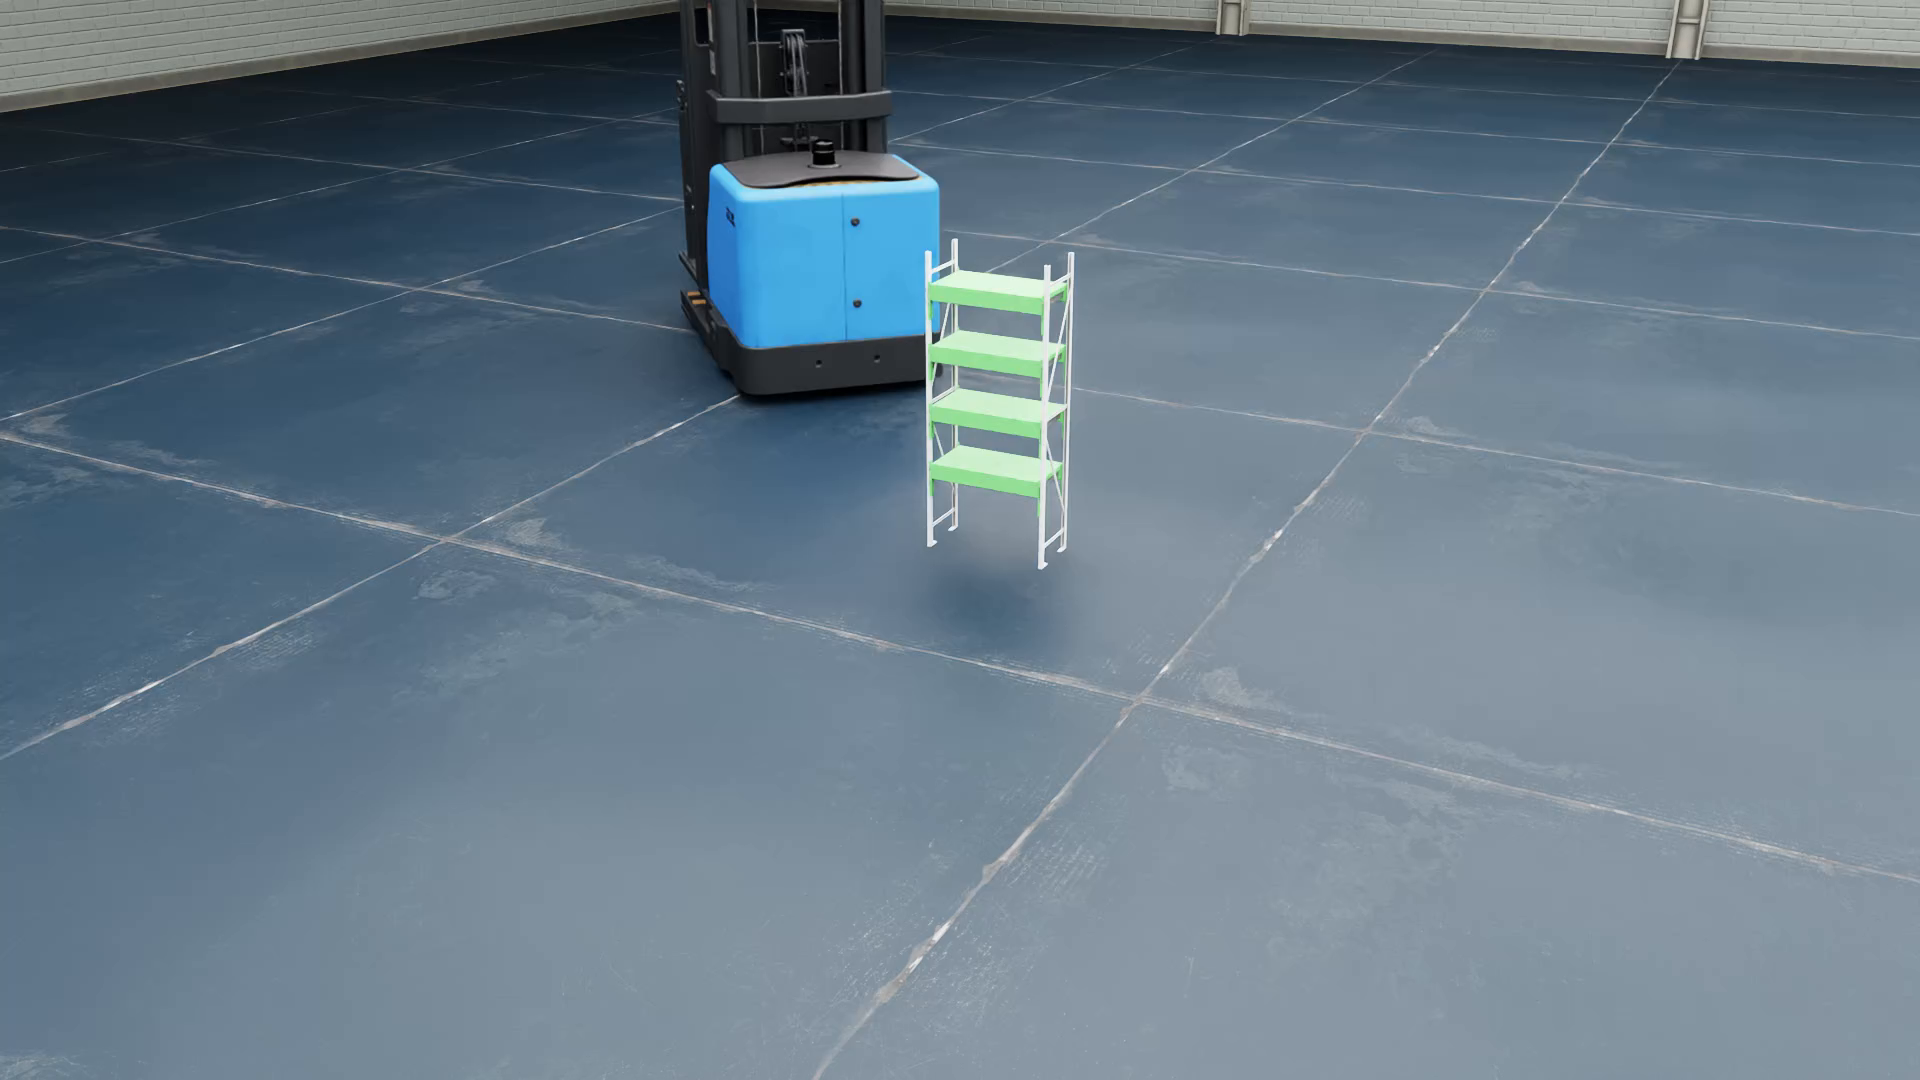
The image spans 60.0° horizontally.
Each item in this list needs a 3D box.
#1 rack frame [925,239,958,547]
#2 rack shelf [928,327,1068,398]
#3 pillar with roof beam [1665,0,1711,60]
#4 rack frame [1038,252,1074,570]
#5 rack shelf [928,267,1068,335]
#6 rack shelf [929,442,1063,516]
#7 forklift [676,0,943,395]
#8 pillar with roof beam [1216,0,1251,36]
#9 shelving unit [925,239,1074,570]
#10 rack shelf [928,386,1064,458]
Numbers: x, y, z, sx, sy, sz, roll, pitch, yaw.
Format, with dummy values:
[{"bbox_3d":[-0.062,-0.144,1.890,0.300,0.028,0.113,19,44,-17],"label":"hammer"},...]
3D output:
[{"bbox_3d":[-0.070,-0.566,6.548,0.015,1.200,0.240,11,25,25],"label":"rack frame"},{"bbox_3d":[0.148,-0.685,6.378,0.480,0.148,0.258,11,25,25],"label":"rack shelf"},{"bbox_3d":[7.303,-8.807,15.960,0.400,9.000,9.100,11,25,25],"label":"pillar with roof beam"},{"bbox_3d":[0.365,-0.480,6.345,0.015,1.200,0.240,11,25,25],"label":"rack frame"},{"bbox_3d":[0.148,-0.906,6.284,0.480,0.148,0.258,11,25,25],"label":"rack shelf"},{"bbox_3d":[0.148,-0.243,6.565,0.480,0.148,0.258,11,25,25],"label":"rack shelf"},{"bbox_3d":[-1.013,-2.618,9.160,1.130,2.935,3.031,-7,24,-16],"label":"forklift"},{"bbox_3d":[1.949,-9.866,18.451,0.400,9.000,9.100,11,25,25],"label":"pillar with roof beam"},{"bbox_3d":[0.148,-0.523,6.446,0.503,1.200,0.258,11,25,25],"label":"shelving unit"},{"bbox_3d":[0.148,-0.464,6.471,0.480,0.148,0.258,11,25,25],"label":"rack shelf"}]
